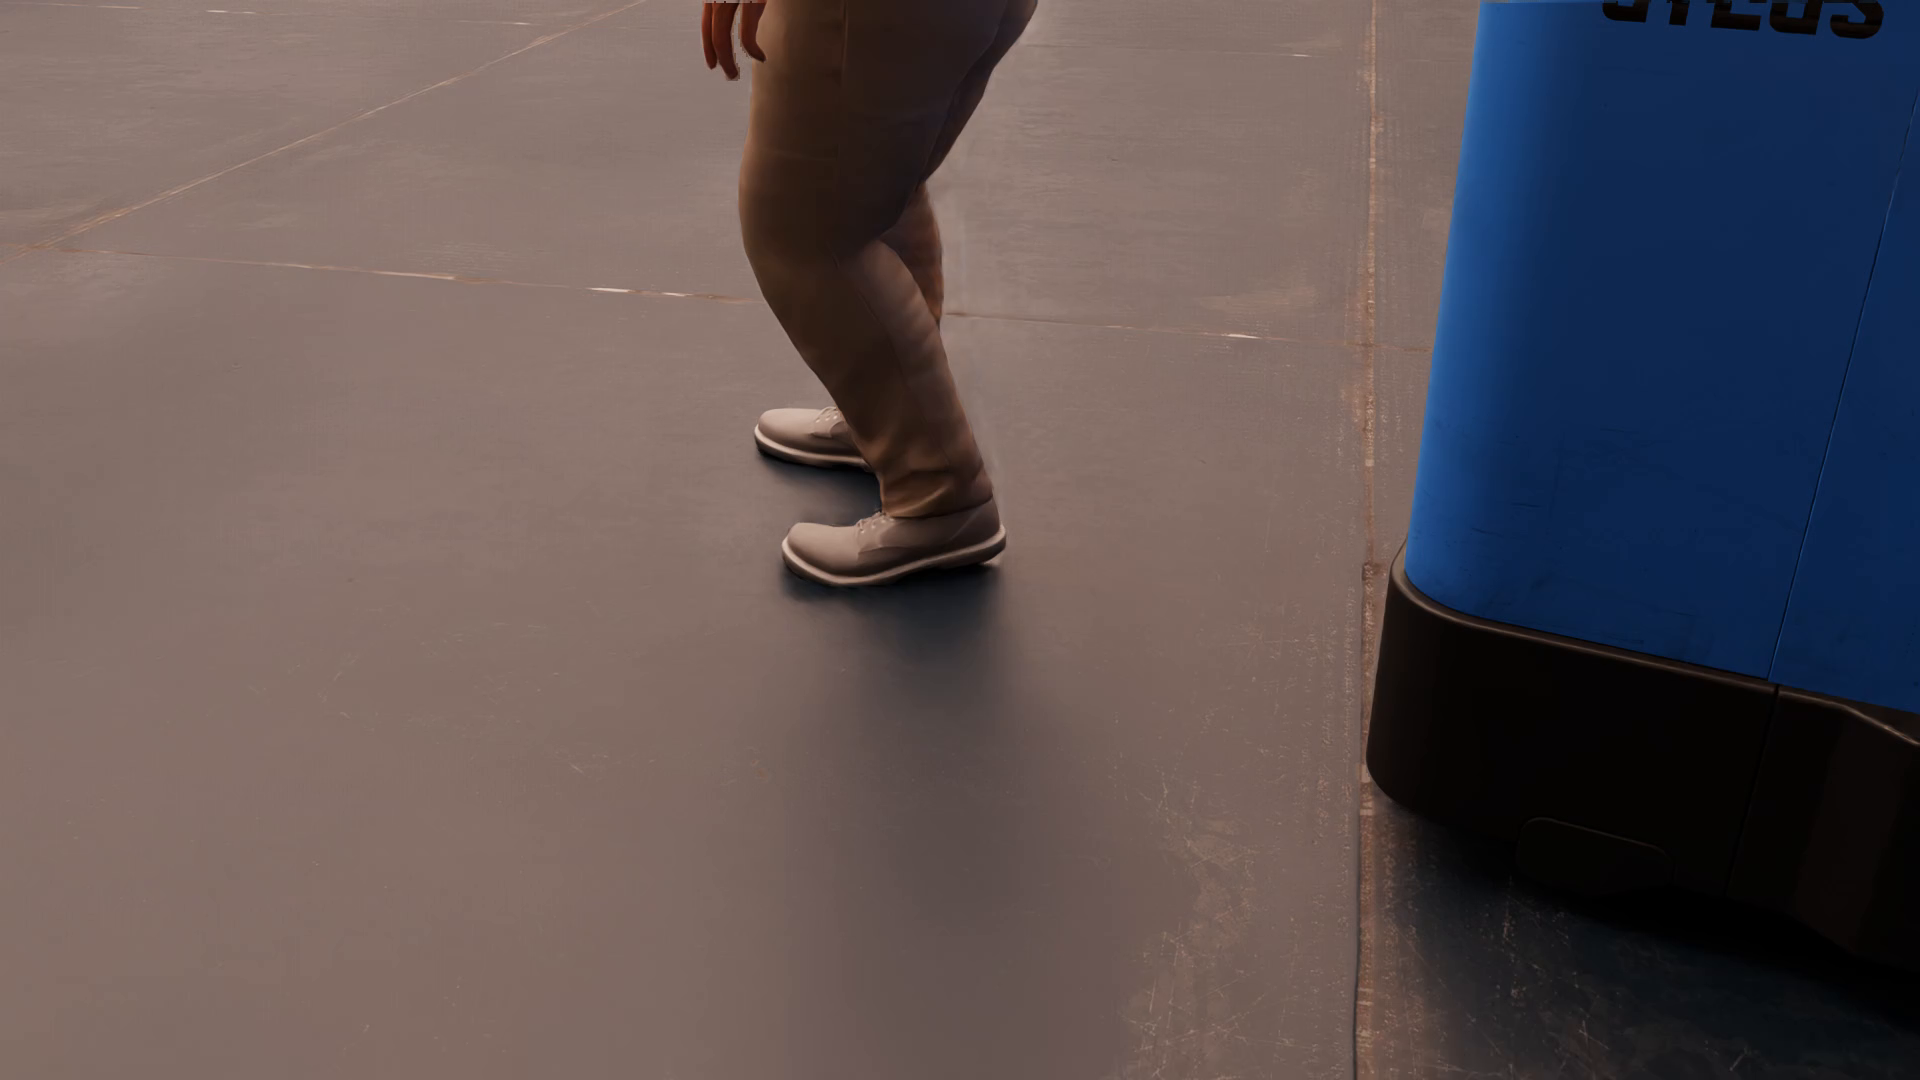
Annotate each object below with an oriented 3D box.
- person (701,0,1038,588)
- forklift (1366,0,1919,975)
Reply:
[{"bbox_3d":[-0.149,-0.767,2.157,0.566,1.711,0.687,8,28,15],"label":"person"},{"bbox_3d":[2.003,-0.873,0.977,3.031,2.935,1.130,13,29,24],"label":"forklift"}]
